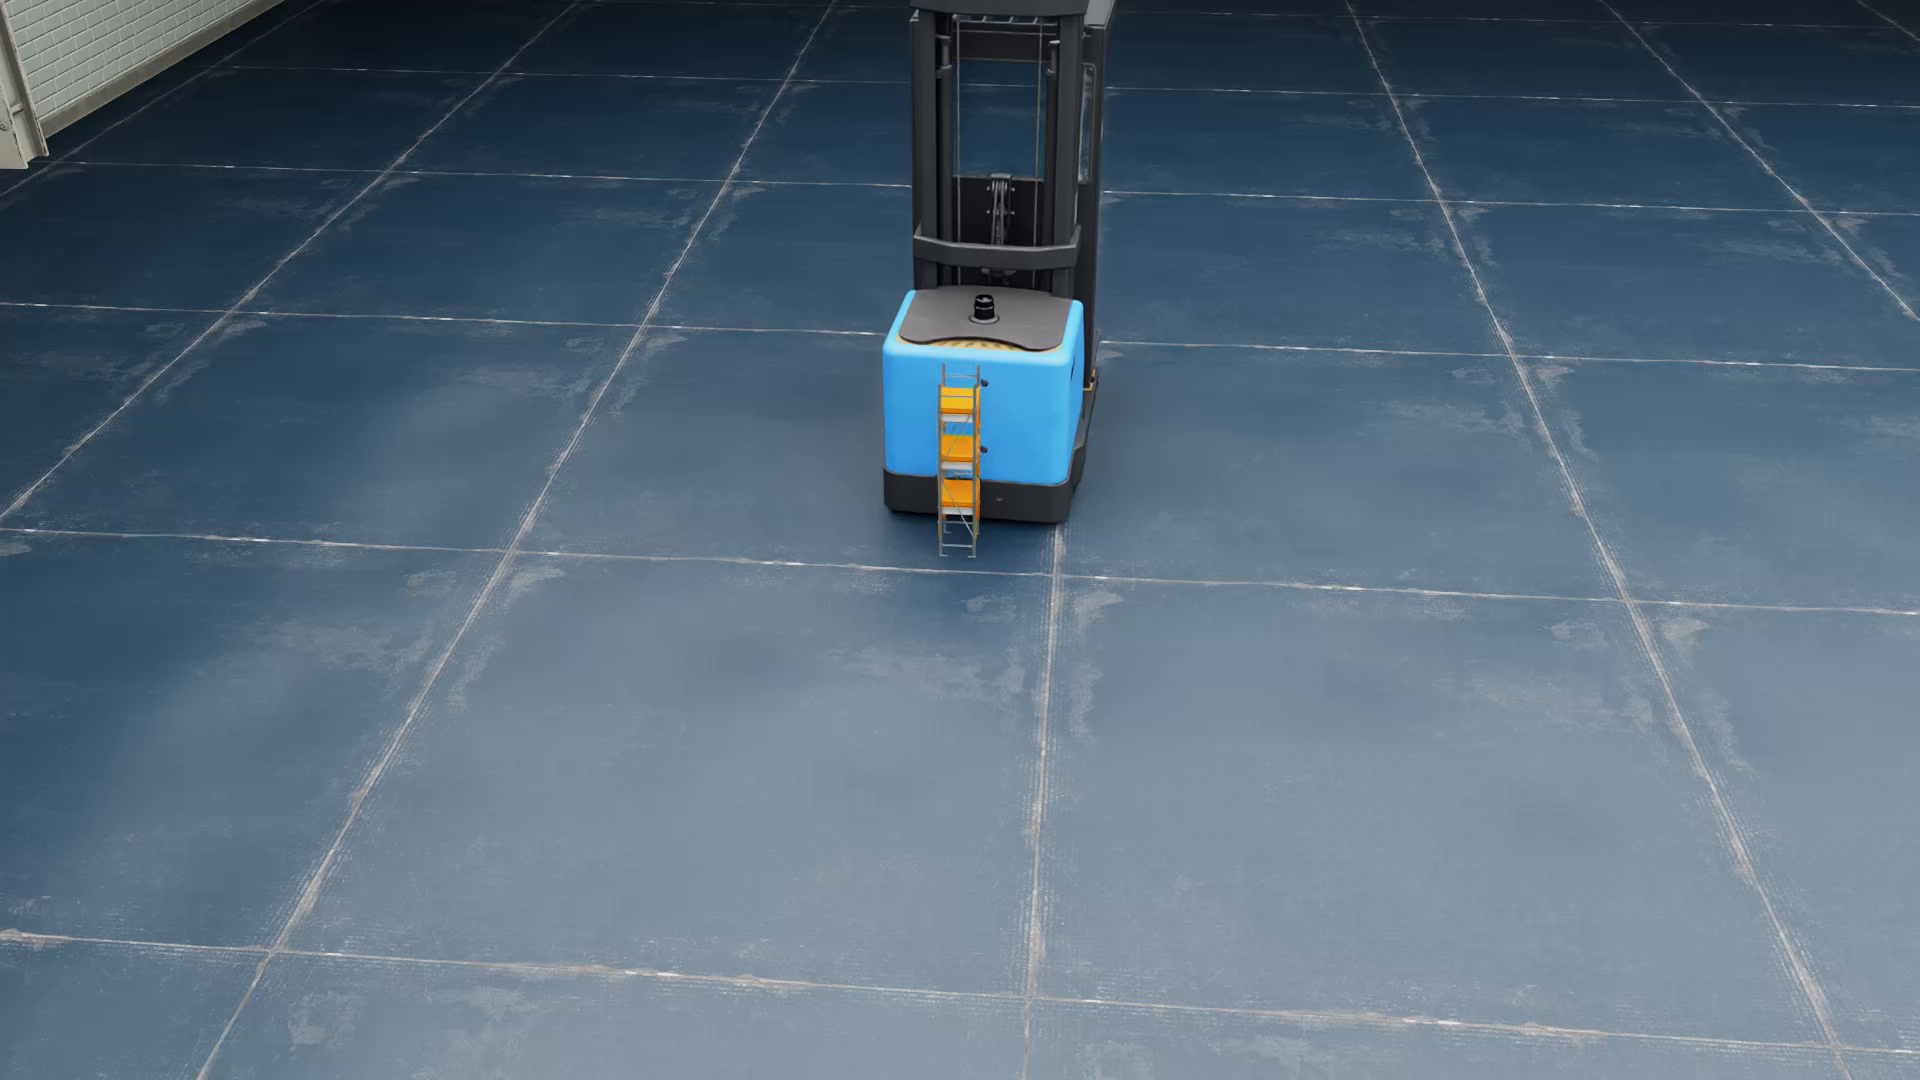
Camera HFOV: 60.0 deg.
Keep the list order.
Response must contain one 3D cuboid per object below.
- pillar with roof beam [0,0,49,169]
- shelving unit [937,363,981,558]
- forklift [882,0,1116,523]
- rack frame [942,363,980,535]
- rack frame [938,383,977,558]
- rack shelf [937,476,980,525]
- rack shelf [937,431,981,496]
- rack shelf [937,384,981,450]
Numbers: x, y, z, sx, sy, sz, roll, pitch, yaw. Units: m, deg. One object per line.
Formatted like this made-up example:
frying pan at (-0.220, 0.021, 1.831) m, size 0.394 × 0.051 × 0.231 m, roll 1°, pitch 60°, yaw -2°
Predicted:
pillar with roof beam at (-3.998, -6.991, 12.017) m, size 9.100 × 9.000 × 0.400 m, roll 2°, pitch 32°, yaw 4°
shelving unit at (-0.004, -0.419, 8.929) m, size 0.215 × 1.050 × 0.252 m, roll 2°, pitch 32°, yaw 4°
forklift at (0.302, -2.102, 9.867) m, size 1.130 × 2.935 × 3.031 m, roll 5°, pitch 32°, yaw 7°
rack frame at (0.006, -0.483, 9.033) m, size 0.200 × 1.050 × 0.008 m, roll 2°, pitch 32°, yaw 4°
rack frame at (-0.014, -0.355, 8.826) m, size 0.200 × 1.050 × 0.008 m, roll 2°, pitch 32°, yaw 4°
rack shelf at (-0.004, -0.173, 9.081) m, size 0.215 × 0.259 × 0.240 m, roll 2°, pitch 32°, yaw 4°
rack shelf at (-0.004, -0.410, 8.935) m, size 0.215 × 0.259 × 0.240 m, roll 2°, pitch 32°, yaw 4°
rack shelf at (-0.004, -0.652, 8.786) m, size 0.215 × 0.259 × 0.240 m, roll 2°, pitch 32°, yaw 4°
